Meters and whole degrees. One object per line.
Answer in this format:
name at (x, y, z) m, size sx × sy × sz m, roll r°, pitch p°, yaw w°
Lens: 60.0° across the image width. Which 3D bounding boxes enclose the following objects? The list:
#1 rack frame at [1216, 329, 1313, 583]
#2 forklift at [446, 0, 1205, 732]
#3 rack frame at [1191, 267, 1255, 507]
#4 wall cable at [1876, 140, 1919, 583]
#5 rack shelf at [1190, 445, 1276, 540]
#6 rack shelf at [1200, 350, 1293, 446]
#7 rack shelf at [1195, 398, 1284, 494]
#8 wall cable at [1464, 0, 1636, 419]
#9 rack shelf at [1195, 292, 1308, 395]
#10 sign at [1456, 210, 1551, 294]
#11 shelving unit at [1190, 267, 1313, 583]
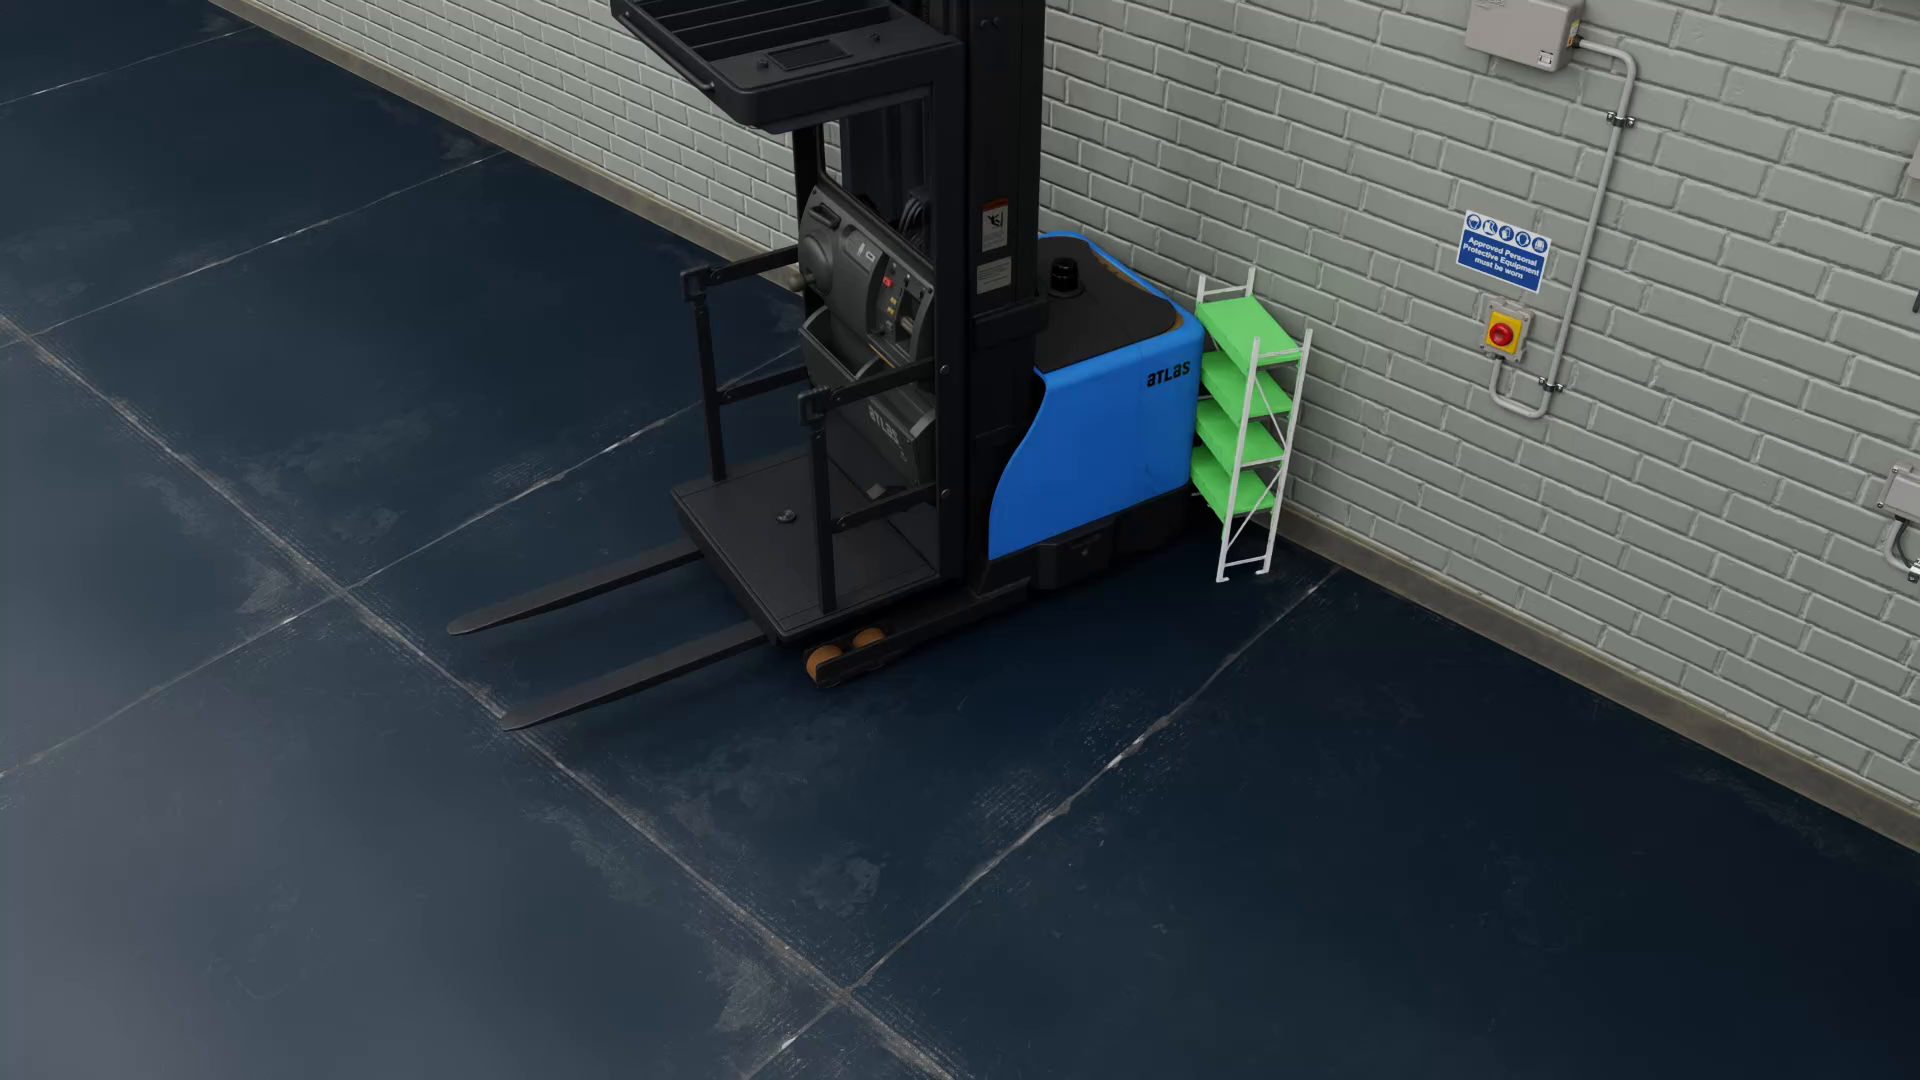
rack frame at (1.212, -0.313, 6.677) m, size 0.240 × 1.200 × 0.015 m, roll -11°, pitch 40°, yaw -15°
forklift at (-0.533, -0.946, 6.085) m, size 3.031 × 2.935 × 1.130 m, roll -21°, pitch 43°, yaw -24°
rack frame at (1.058, -0.606, 7.036) m, size 0.240 × 1.200 × 0.015 m, roll -11°, pitch 40°, yaw -15°
wall cable at (2.978, -0.679, 4.878) m, size 0.588 × 1.984 × 0.122 m, roll 30°, pitch 47°, yaw 32°
rack shelf at (1.128, -0.223, 7.047) m, size 0.258 × 0.148 × 0.480 m, roll -11°, pitch 40°, yaw -15°
rack shelf at (1.139, -0.597, 6.746) m, size 0.258 × 0.148 × 0.480 m, roll -11°, pitch 40°, yaw -15°
rack shelf at (1.134, -0.410, 6.897) m, size 0.258 × 0.148 × 0.480 m, roll -11°, pitch 40°, yaw -15°
wall cable at (1.923, -1.282, 5.610) m, size 0.585 × 1.953 × 0.123 m, roll 30°, pitch 47°, yaw 32°
rack shelf at (1.145, -0.784, 6.596) m, size 0.258 × 0.148 × 0.480 m, roll -11°, pitch 40°, yaw -15°
sign at (1.929, -1.026, 5.913) m, size 0.327 × 0.218 × 0.001 m, roll 30°, pitch 47°, yaw 32°
shelving unit at (1.135, -0.459, 6.857) m, size 0.258 × 1.200 × 0.503 m, roll -11°, pitch 40°, yaw -15°
